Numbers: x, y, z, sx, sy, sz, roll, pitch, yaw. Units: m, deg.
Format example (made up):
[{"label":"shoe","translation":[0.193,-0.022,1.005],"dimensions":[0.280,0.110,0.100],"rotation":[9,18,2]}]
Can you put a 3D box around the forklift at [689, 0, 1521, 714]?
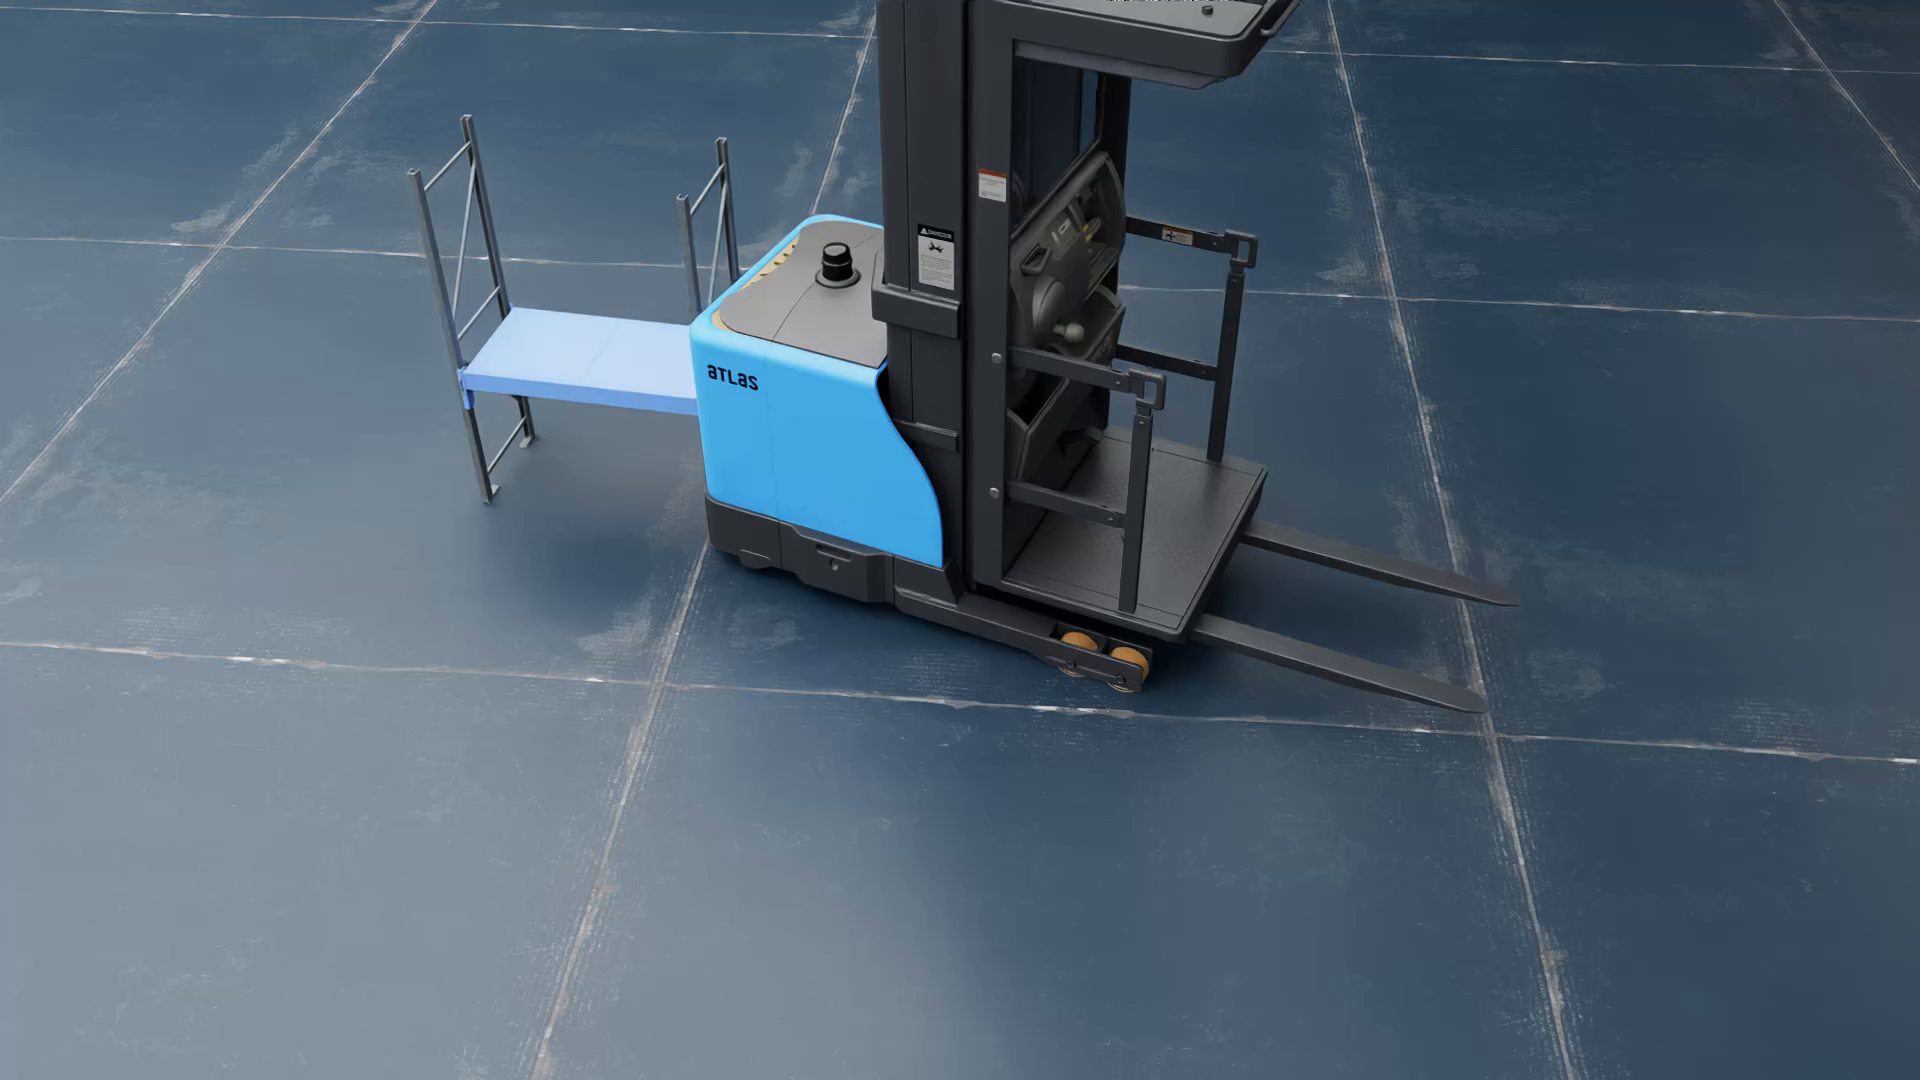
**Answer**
[{"label":"forklift","translation":[0.558,-0.965,5.614],"dimensions":[3.031,2.935,1.130],"rotation":[16,42,19]}]

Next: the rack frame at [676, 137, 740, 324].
[{"label":"rack frame","translation":[-0.935,-0.771,6.509],"dimensions":[0.032,1.500,0.500],"rotation":[7,40,9]}]

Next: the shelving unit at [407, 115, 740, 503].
[{"label":"shelving unit","translation":[-1.434,-0.833,6.585],"dimensions":[1.048,1.500,0.538],"rotation":[7,40,9]}]

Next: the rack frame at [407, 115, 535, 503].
[{"label":"rack frame","translation":[-1.933,-0.894,6.661],"dimensions":[0.032,1.500,0.500],"rotation":[7,40,9]}]

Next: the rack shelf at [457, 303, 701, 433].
[{"label":"rack shelf","translation":[-1.434,-0.693,6.698],"dimensions":[1.000,0.185,0.538],"rotation":[7,40,9]}]
